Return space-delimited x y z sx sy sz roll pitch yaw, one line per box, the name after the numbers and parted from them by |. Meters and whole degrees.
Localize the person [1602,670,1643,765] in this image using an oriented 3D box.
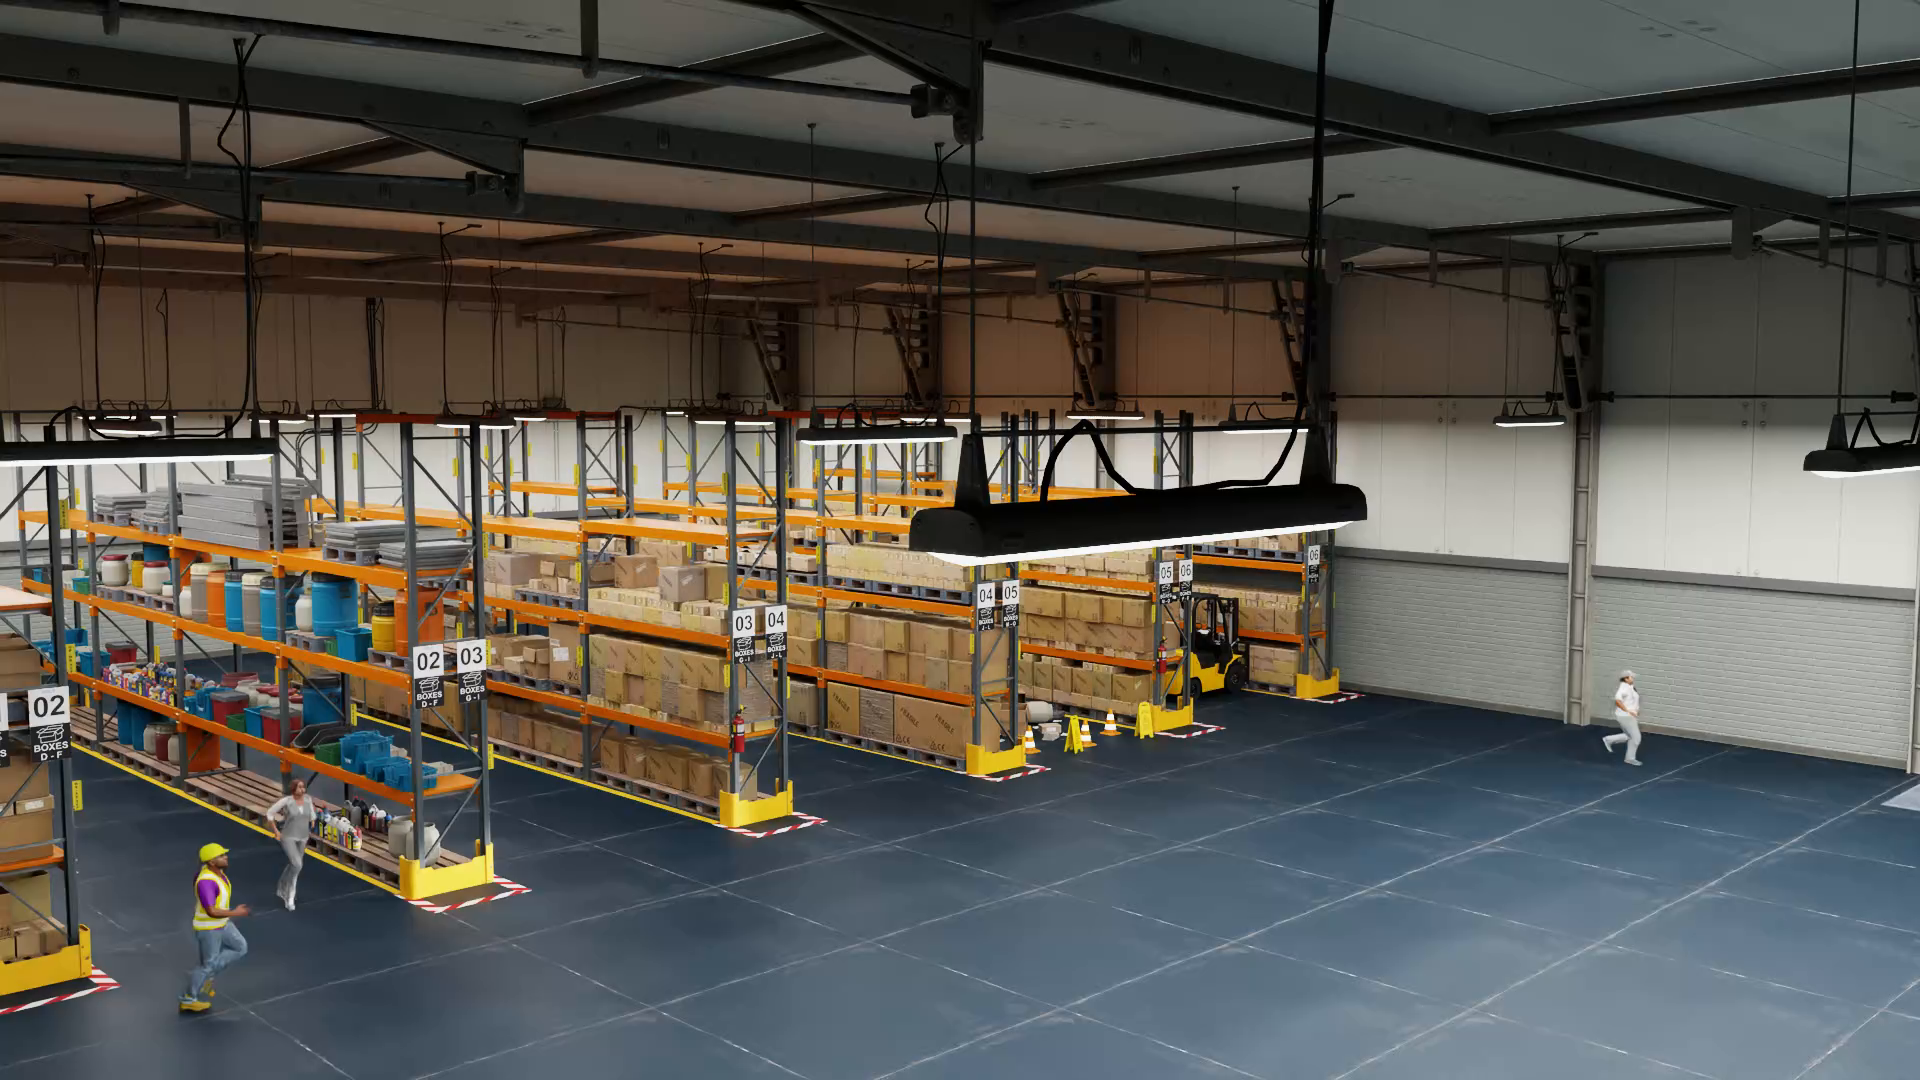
11.435 3.046 28.663 0.670 1.641 0.608 2 5 25 | person

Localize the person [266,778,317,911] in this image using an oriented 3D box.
-8.270 3.763 20.688 0.685 1.606 0.537 3 6 35 | person

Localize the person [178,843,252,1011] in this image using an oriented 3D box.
-7.701 3.970 17.215 0.748 1.717 0.720 -1 5 -13 | person
